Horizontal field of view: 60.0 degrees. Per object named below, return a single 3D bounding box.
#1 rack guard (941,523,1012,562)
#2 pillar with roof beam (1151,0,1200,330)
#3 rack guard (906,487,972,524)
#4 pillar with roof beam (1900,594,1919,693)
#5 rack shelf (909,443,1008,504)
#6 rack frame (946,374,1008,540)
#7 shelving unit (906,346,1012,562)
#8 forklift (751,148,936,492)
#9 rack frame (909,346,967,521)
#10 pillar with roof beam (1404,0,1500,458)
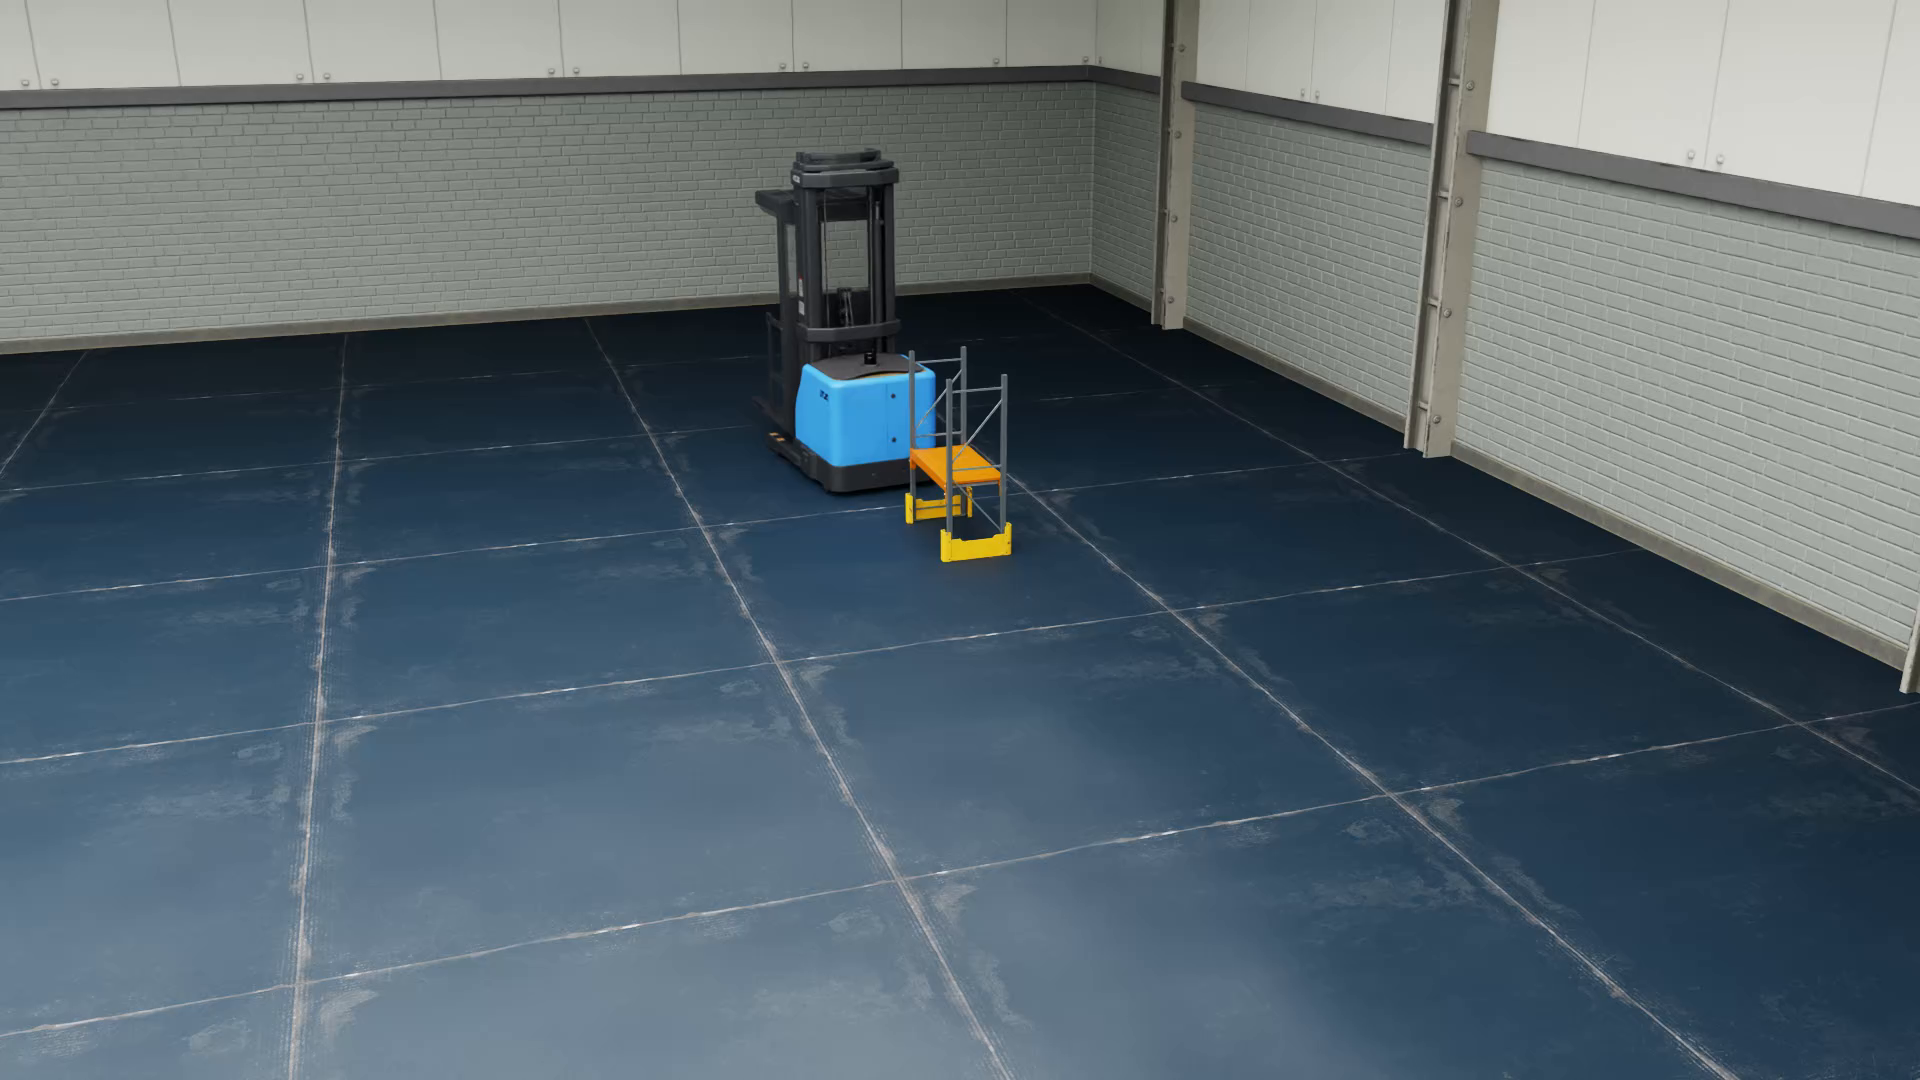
[{"bbox_3d":[0.133,0.018,13.497,0.587,0.250,0.087,-6,21,-17],"label":"rack guard"},{"bbox_3d":[-1.372,-6.578,18.917,9.100,9.000,0.400,-6,21,-17],"label":"pillar with roof beam"},{"bbox_3d":[-0.180,-0.302,14.387,0.587,0.250,0.087,-6,21,-17],"label":"rack guard"},{"bbox_3d":[2.400,-2.727,8.196,9.100,9.000,0.400,-6,21,-17],"label":"pillar with roof beam"},{"bbox_3d":[-0.027,-0.564,13.800,0.538,0.185,1.000,-6,21,-17],"label":"rack shelf"},{"bbox_3d":[0.133,-0.570,13.285,0.500,1.500,0.032,-6,21,-17],"label":"rack frame"},{"bbox_3d":[-0.024,-0.730,13.731,0.587,1.500,1.083,-6,21,-17],"label":"shelving unit"},{"bbox_3d":[-1.270,-2.266,15.889,1.130,2.935,3.031,-9,22,-23],"label":"forklift"},{"bbox_3d":[-0.187,-0.896,14.193,0.500,1.500,0.032,-6,21,-17],"label":"rack frame"},{"bbox_3d":[0.514,-4.652,13.557,9.100,9.000,0.400,-6,21,-17],"label":"pillar with roof beam"}]
